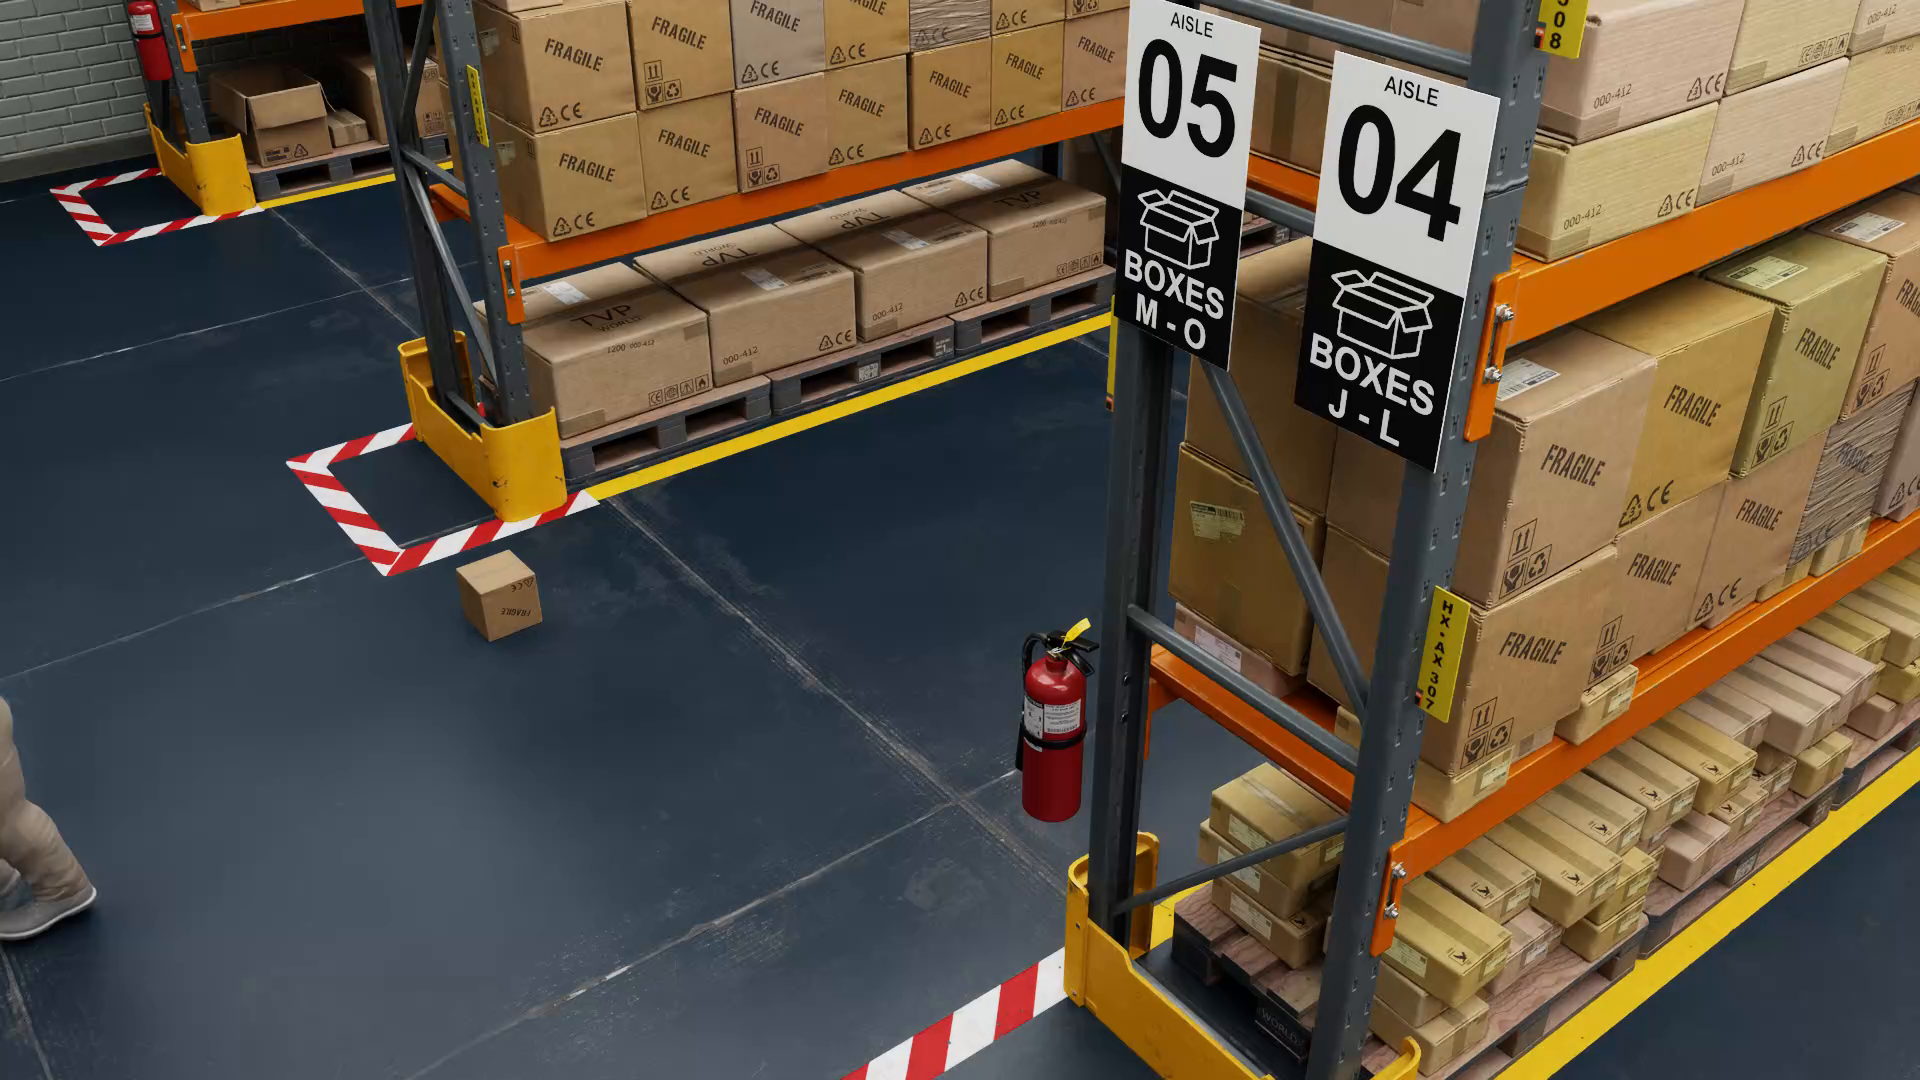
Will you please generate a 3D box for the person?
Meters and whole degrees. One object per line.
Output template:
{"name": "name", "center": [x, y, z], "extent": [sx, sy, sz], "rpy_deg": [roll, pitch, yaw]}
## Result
{"name": "person", "center": [-3.213, 0.600, 5.209], "extent": [0.505, 1.786, 0.586], "rpy_deg": [-23, 38, -32]}
